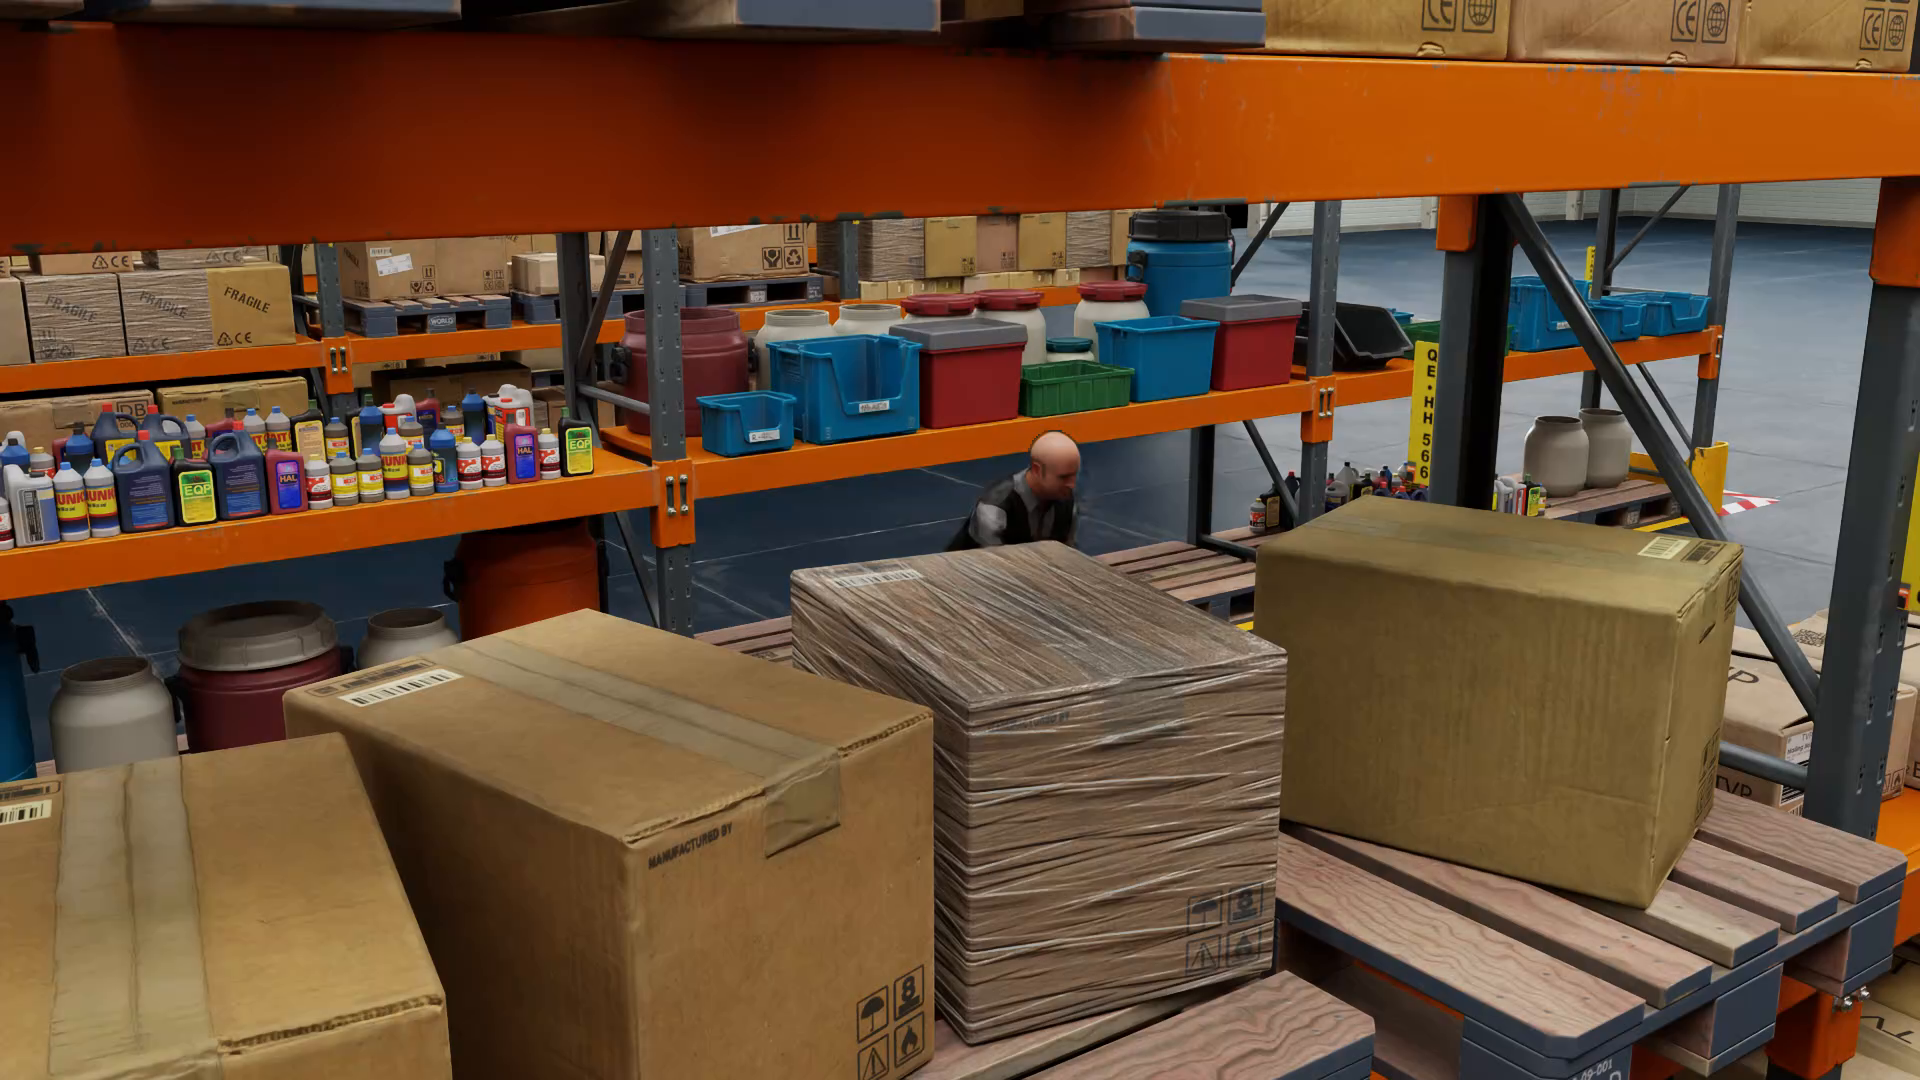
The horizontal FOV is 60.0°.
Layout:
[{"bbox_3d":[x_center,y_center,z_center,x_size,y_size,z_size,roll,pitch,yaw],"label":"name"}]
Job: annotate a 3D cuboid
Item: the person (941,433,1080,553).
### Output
[{"bbox_3d":[0.209,0.334,6.538,0.470,1.600,0.675,-11,18,-36],"label":"person"}]
